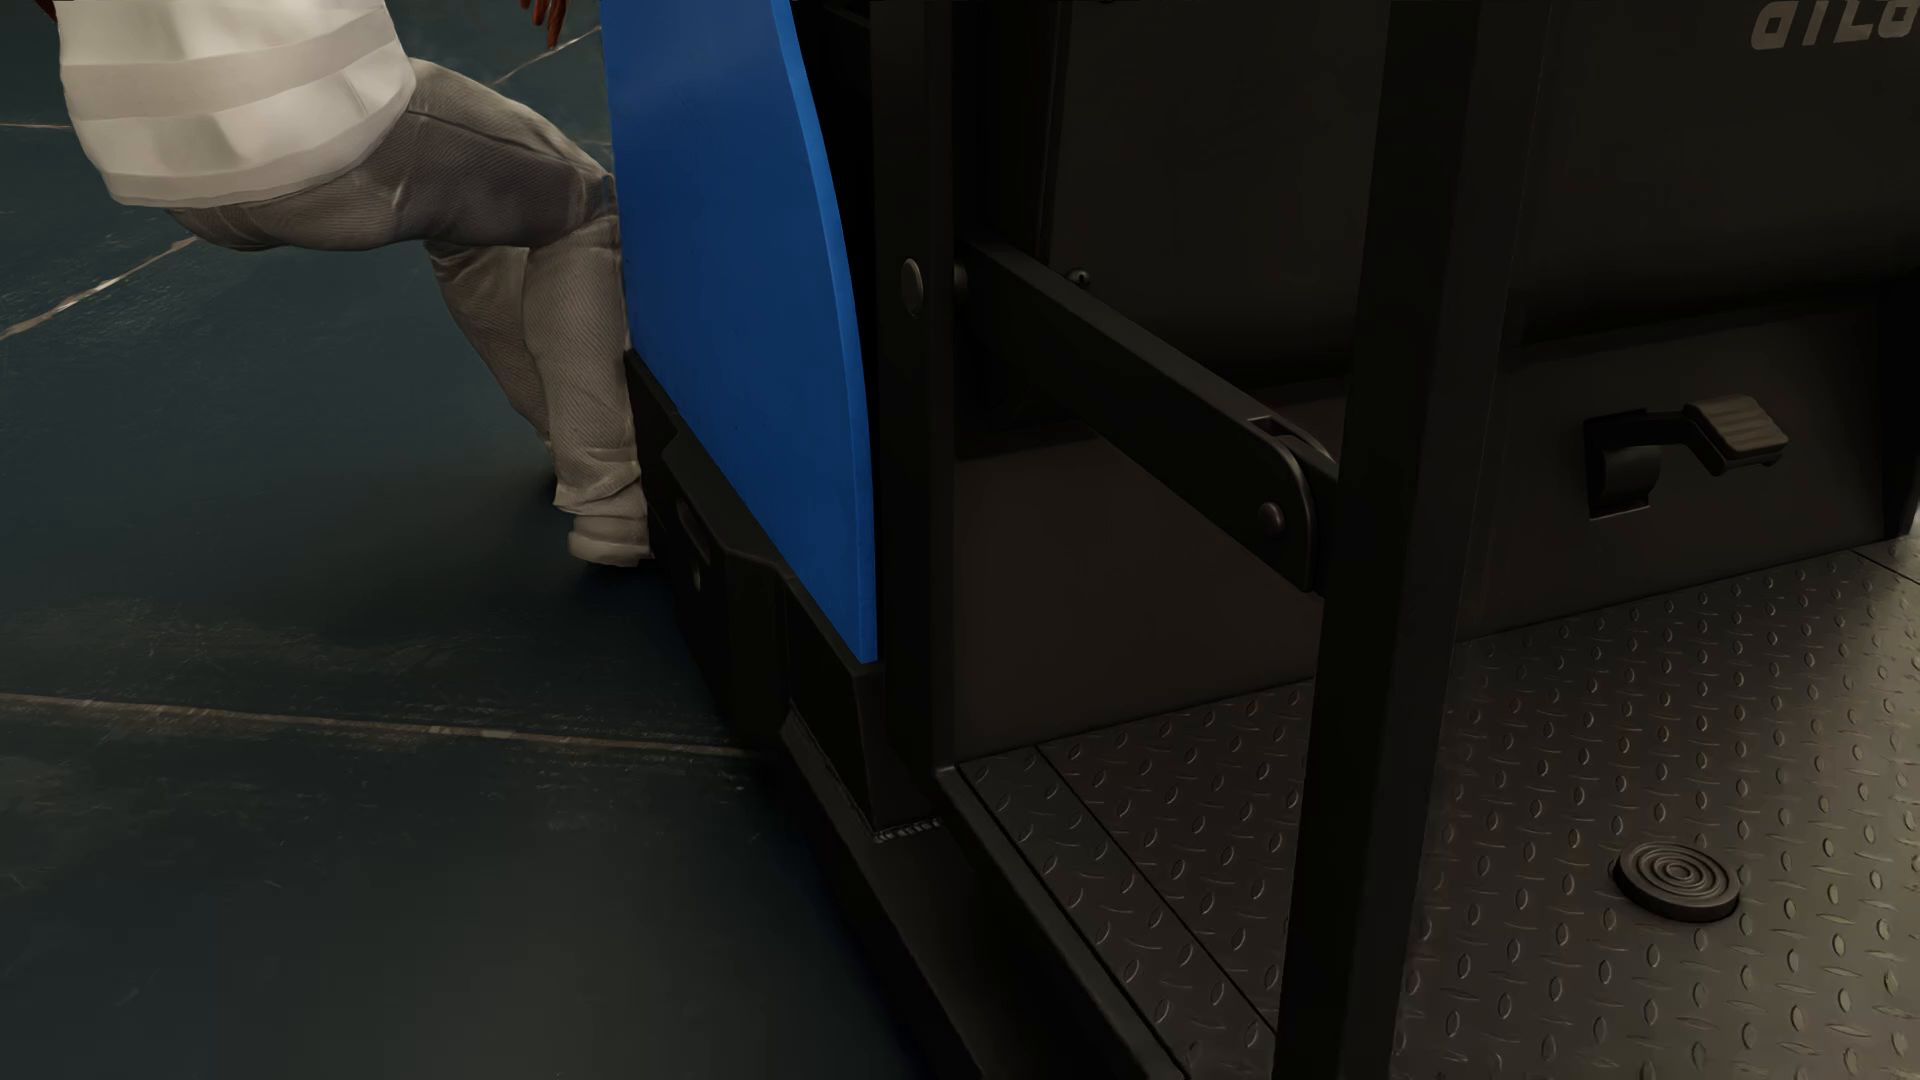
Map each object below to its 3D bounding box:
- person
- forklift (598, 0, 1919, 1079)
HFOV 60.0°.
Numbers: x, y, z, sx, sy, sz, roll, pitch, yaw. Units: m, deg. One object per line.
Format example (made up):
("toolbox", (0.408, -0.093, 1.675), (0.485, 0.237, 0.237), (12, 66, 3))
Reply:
("person", (-0.737, -0.672, 2.249), (0.813, 1.550, 0.910), (11, 29, 21))
("forklift", (0.555, -0.818, 0.856), (1.130, 2.935, 3.031), (-11, 28, -20))
